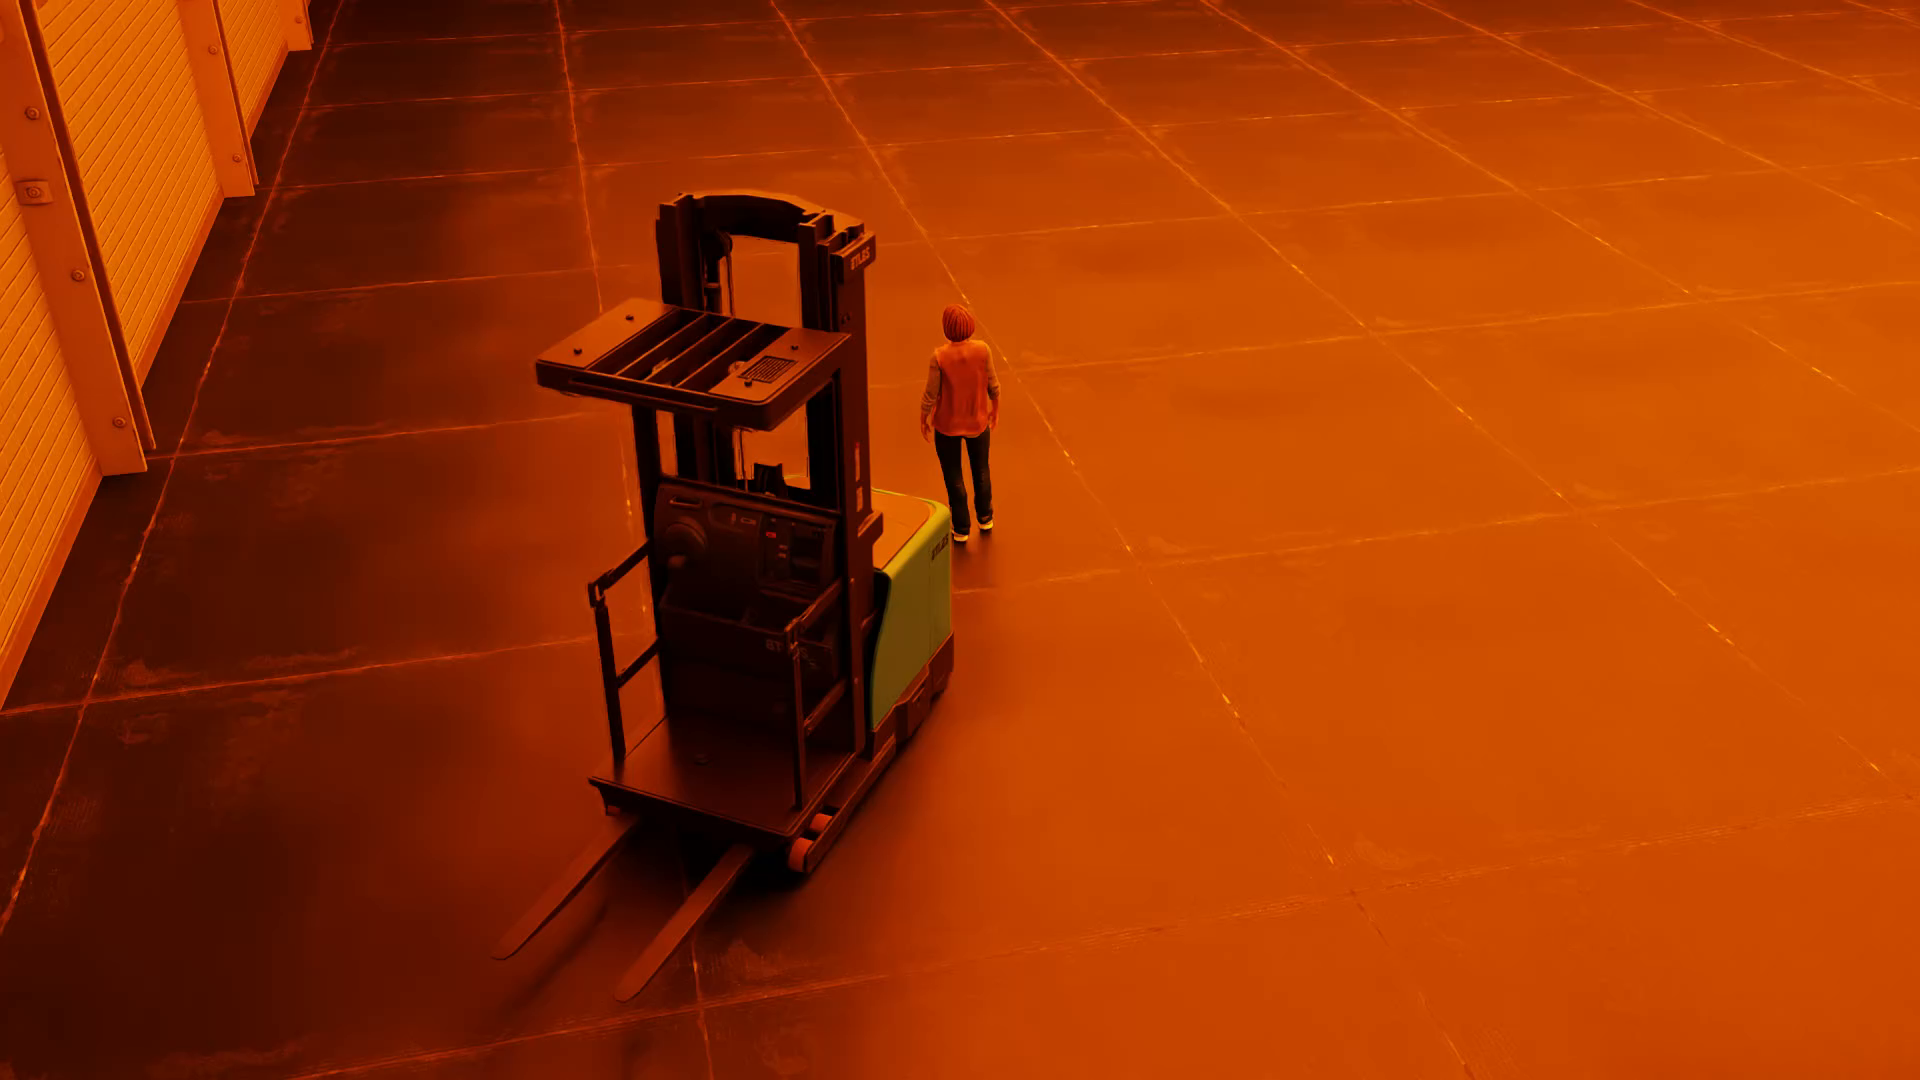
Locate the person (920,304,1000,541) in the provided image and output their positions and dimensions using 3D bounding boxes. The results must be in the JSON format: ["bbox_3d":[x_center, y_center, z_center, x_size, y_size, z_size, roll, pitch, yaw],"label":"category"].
[{"bbox_3d":[-0.004,-0.734,10.163,0.520,1.597,0.472,-7,31,-12],"label":"person"}]

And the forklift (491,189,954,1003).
[{"bbox_3d":[-1.079,0.051,7.486,1.130,2.935,3.031,12,32,20],"label":"forklift"}]
